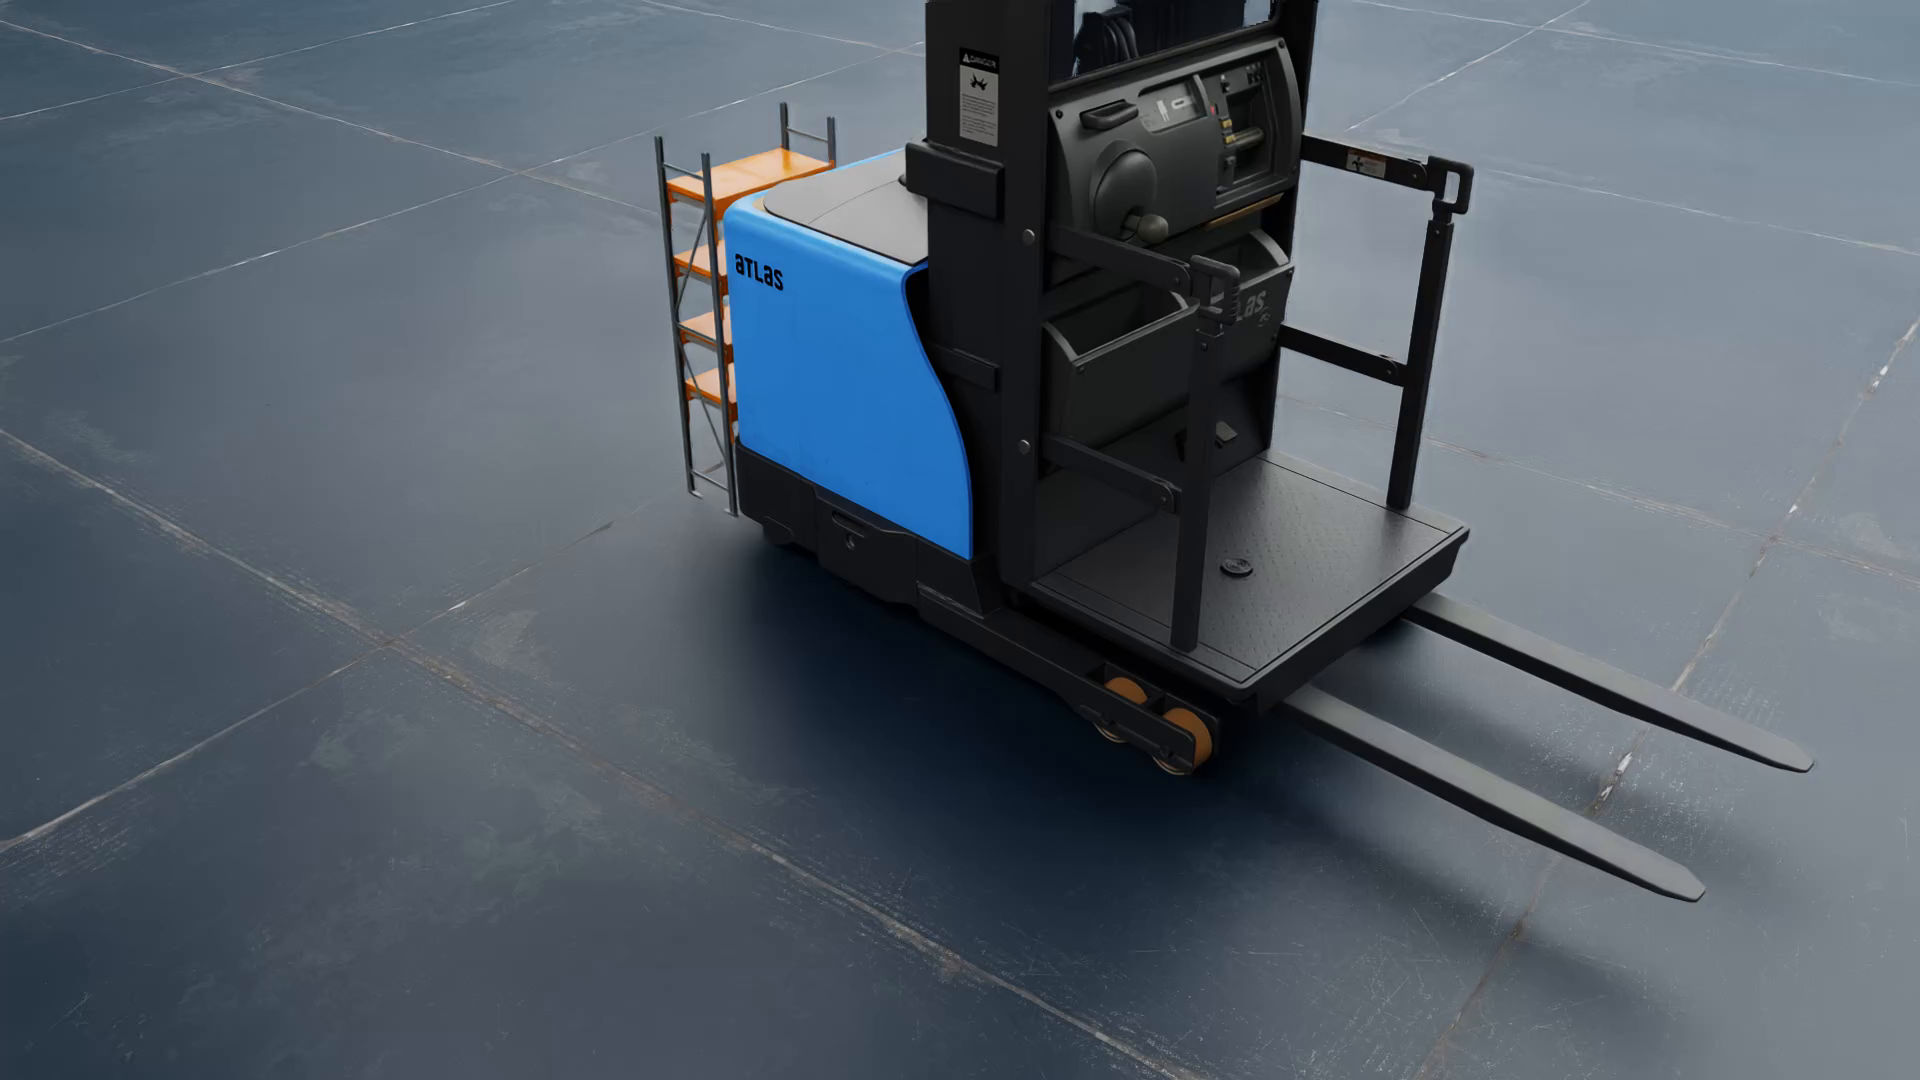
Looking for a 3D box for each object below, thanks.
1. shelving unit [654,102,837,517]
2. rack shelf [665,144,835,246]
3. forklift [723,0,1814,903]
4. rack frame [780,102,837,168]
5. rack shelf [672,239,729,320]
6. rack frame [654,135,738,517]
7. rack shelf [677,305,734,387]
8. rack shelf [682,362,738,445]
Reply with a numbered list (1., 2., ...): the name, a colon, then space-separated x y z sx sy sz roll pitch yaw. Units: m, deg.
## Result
1. shelving unit: -0.642 -0.725 5.296 0.258 1.200 0.503 26 39 36
2. rack shelf: -0.642 -1.063 5.096 0.258 0.148 0.480 26 39 36
3. forklift: 0.705 -0.963 4.000 3.031 2.935 1.130 26 40 37
4. rack frame: -0.474 -0.815 5.448 0.240 1.200 0.015 26 39 36
5. rack shelf: -0.642 -0.859 5.217 0.258 0.148 0.480 26 39 36
6. rack frame: -0.811 -0.635 5.144 0.240 1.200 0.015 26 39 36
7. rack shelf: -0.642 -0.667 5.331 0.258 0.148 0.480 26 39 36
8. rack shelf: -0.642 -0.496 5.432 0.258 0.148 0.480 26 39 36
